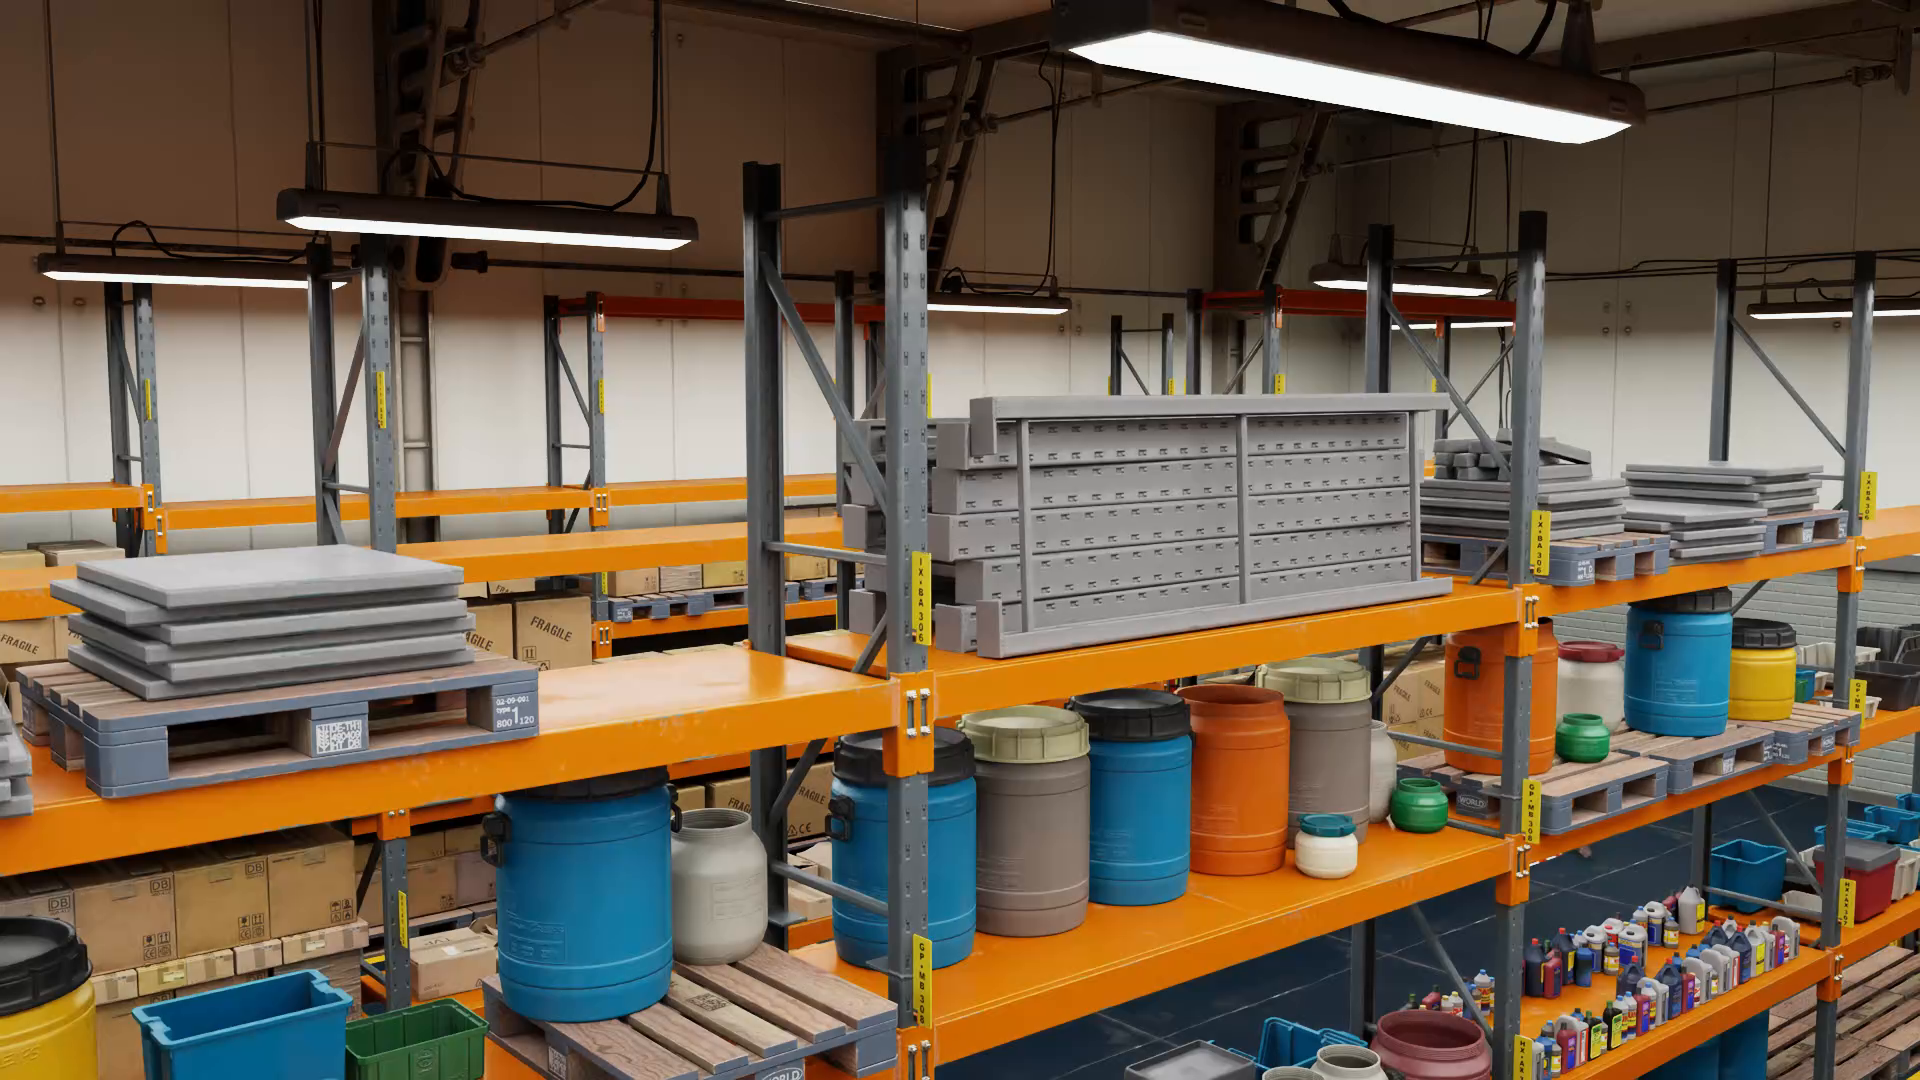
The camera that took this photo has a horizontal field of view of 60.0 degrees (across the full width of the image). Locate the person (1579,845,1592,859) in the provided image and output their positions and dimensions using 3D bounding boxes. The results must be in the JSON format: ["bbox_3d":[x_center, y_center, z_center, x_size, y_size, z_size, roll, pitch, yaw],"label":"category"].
[{"bbox_3d":[6.584,2.589,18.278,0.565,1.658,0.819,-1,6,-11],"label":"person"}]
